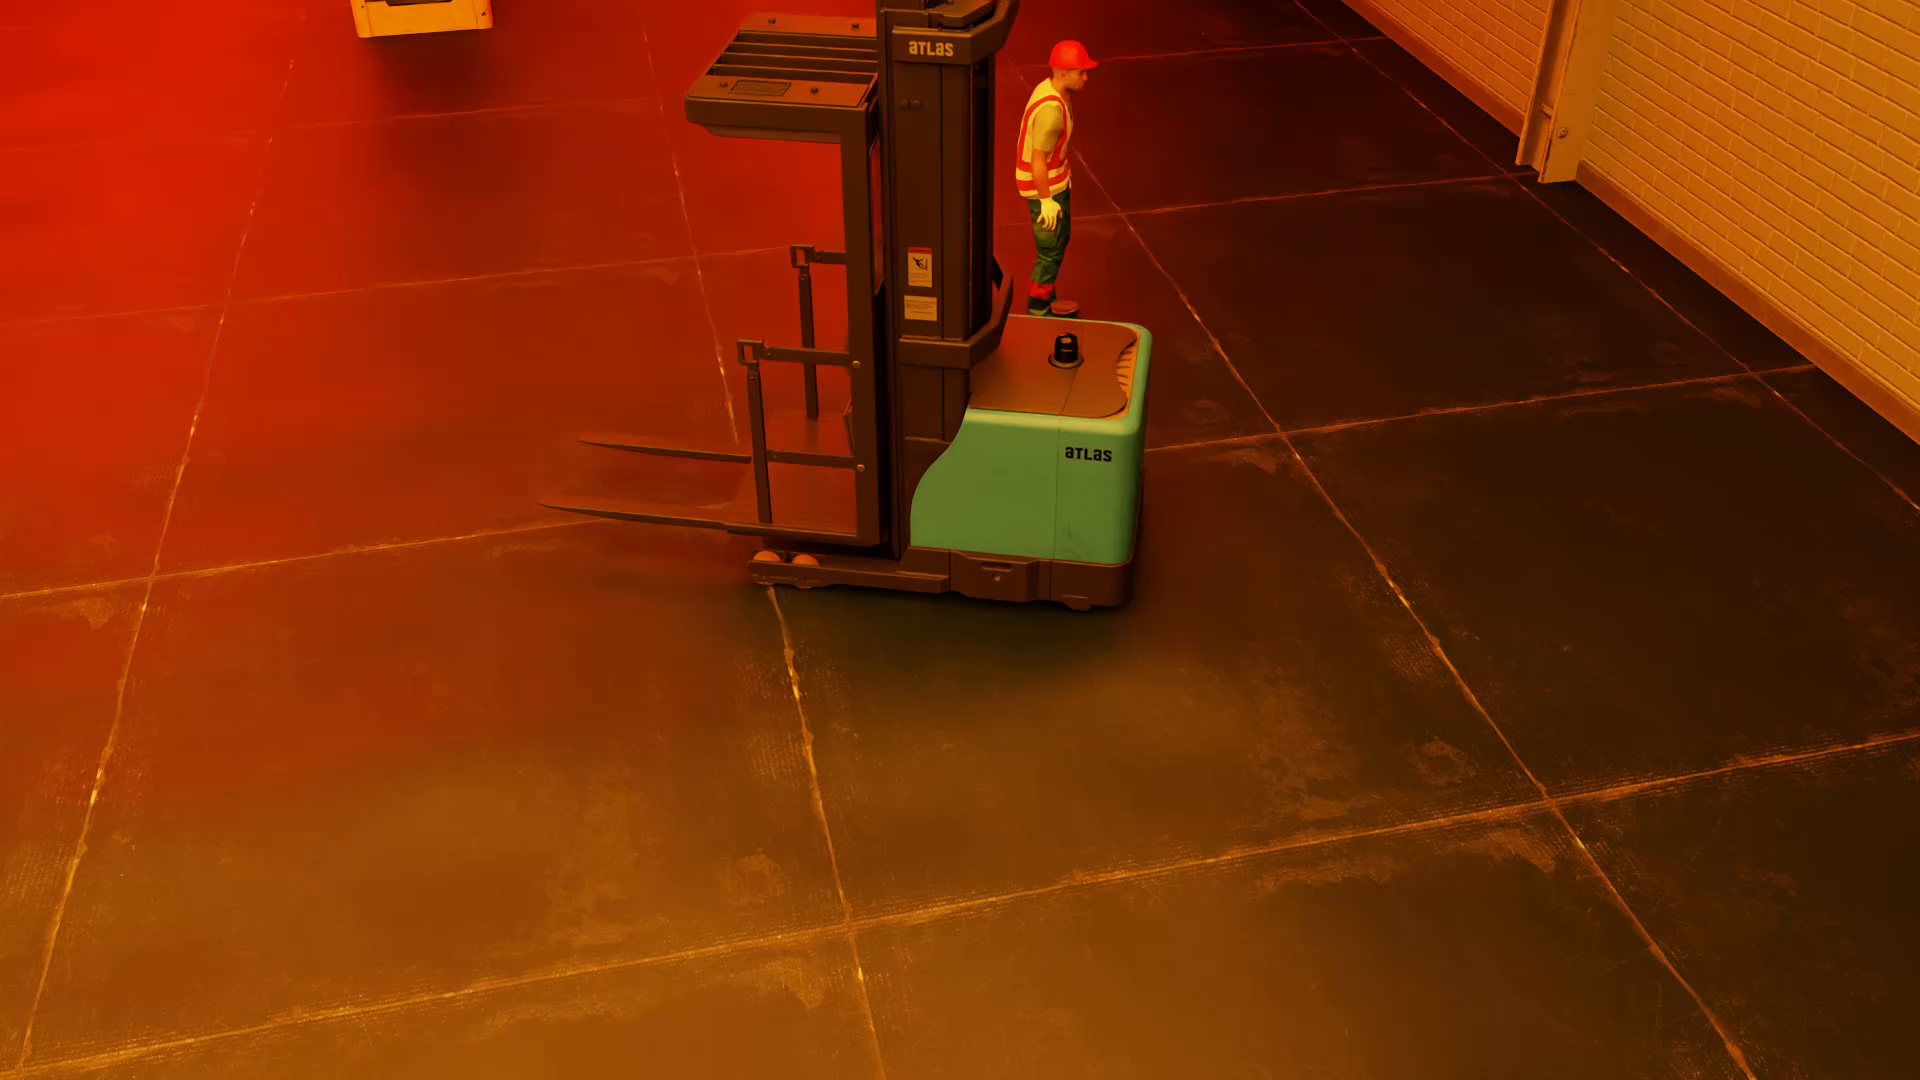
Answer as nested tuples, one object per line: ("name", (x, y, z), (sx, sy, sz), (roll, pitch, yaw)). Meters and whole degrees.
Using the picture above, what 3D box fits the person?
("person", (0.562, -2.106, 9.968), (0.451, 1.777, 0.618), (6, 36, 8))

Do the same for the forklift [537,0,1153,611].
("forklift", (-0.602, -1.247, 7.783), (3.031, 2.935, 1.130), (5, 36, 7))
